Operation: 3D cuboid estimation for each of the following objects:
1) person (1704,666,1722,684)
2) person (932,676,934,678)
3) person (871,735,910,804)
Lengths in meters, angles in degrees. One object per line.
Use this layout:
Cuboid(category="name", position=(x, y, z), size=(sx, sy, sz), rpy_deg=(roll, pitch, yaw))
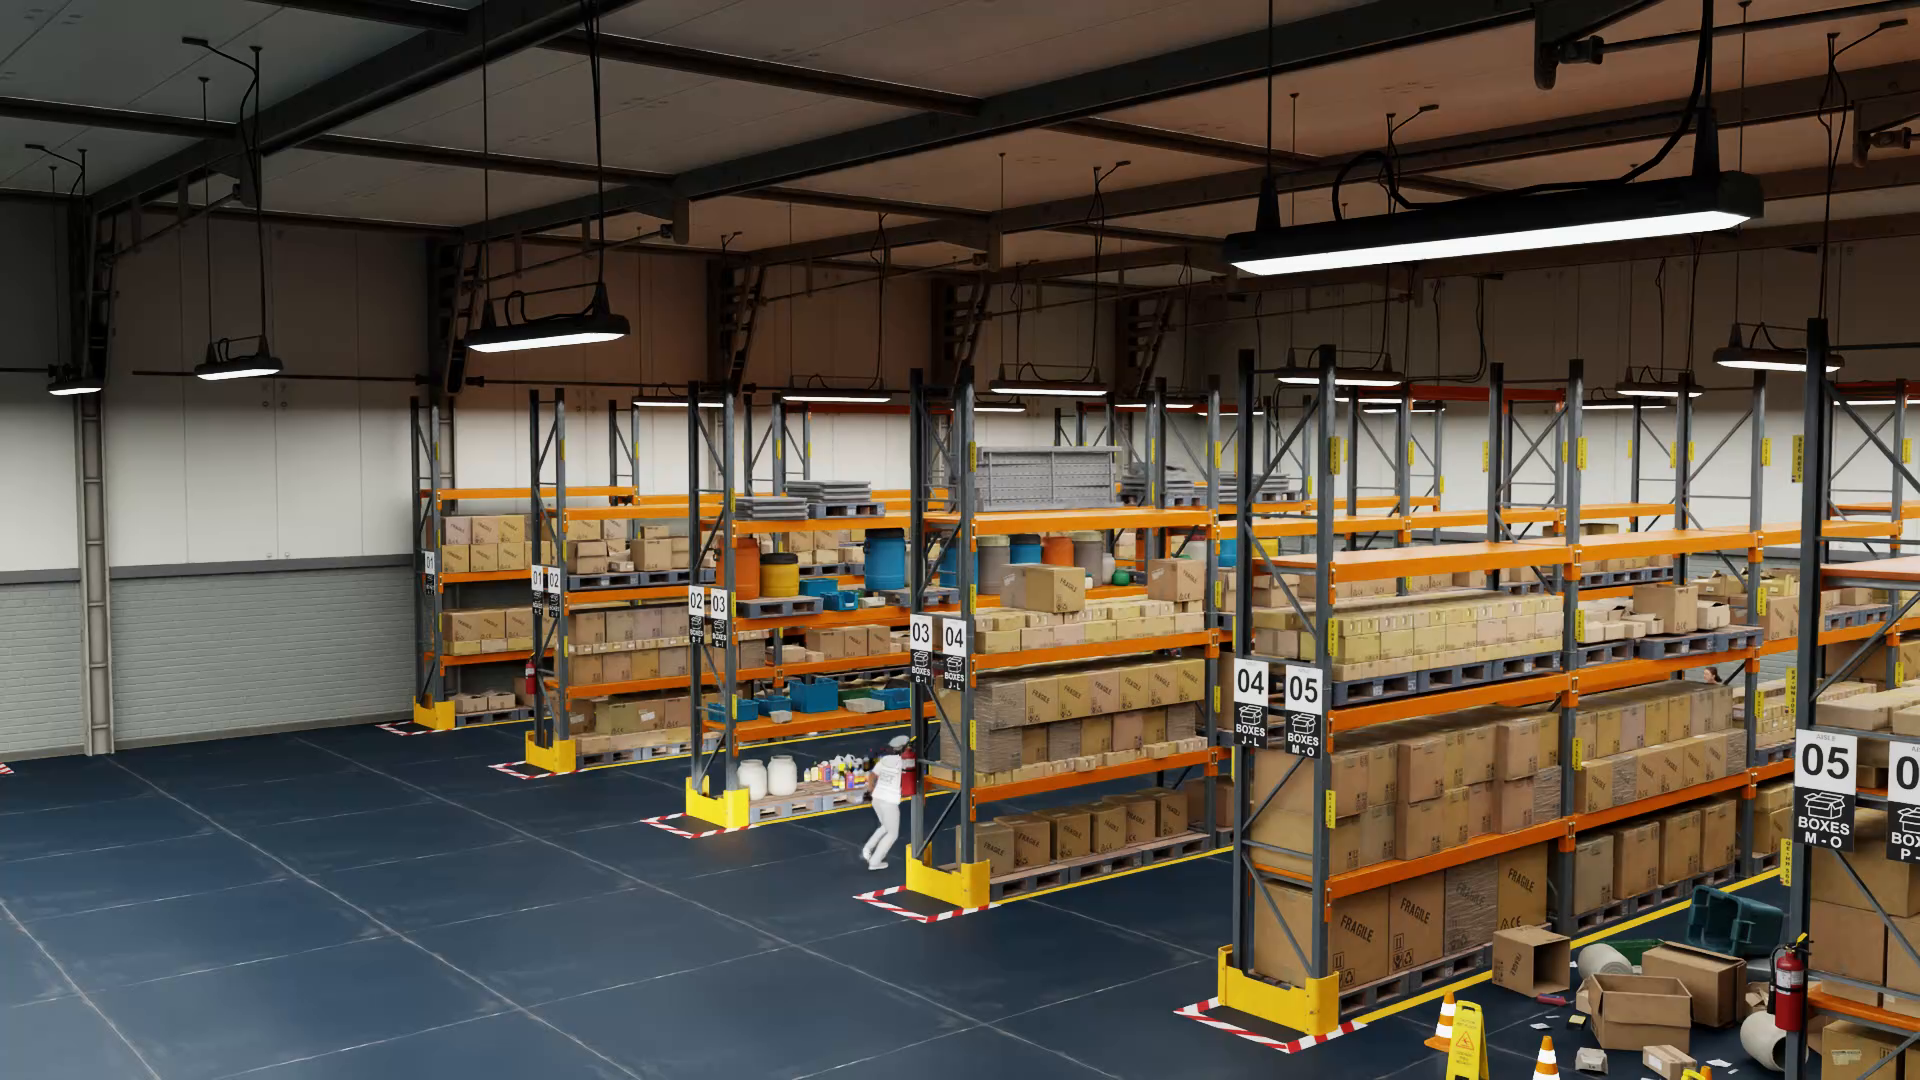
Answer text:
Cuboid(category="person", position=(11.933, 2.792, 26.290), size=(0.948, 1.625, 0.440), rpy_deg=(-3, 5, -43))
Cuboid(category="person", position=(-0.891, 2.317, 35.570), size=(1.069, 1.454, 0.499), rpy_deg=(-2, 4, -36))
Cuboid(category="person", position=(-0.824, 2.802, 20.247), size=(0.492, 0.816, 0.395), rpy_deg=(-3, 4, -37))
